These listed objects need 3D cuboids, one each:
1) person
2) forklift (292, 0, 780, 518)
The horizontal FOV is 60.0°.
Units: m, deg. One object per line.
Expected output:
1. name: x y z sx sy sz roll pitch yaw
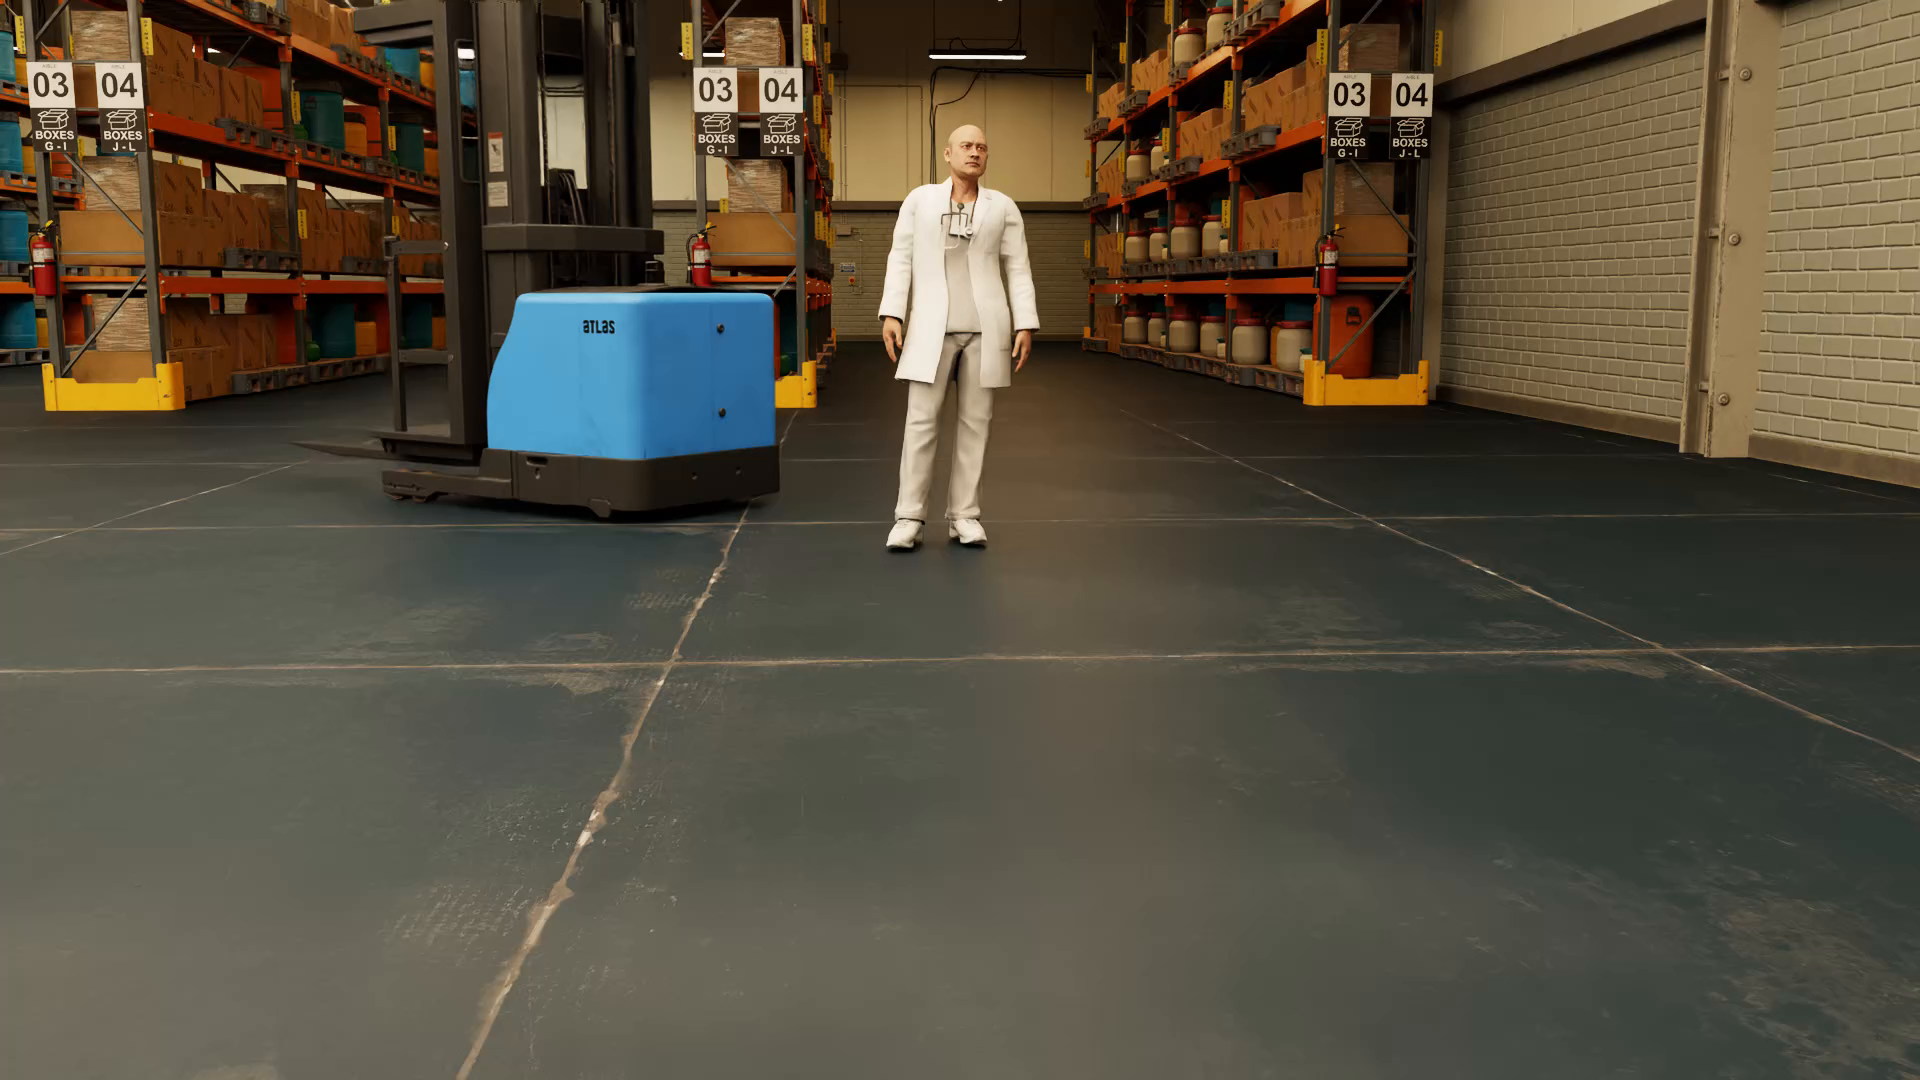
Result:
1. person: 0.001 -0.873 7.088 0.698 1.776 0.580 -1 8 -4
2. forklift: -2.414 -1.697 8.763 3.031 2.935 1.130 6 10 35
